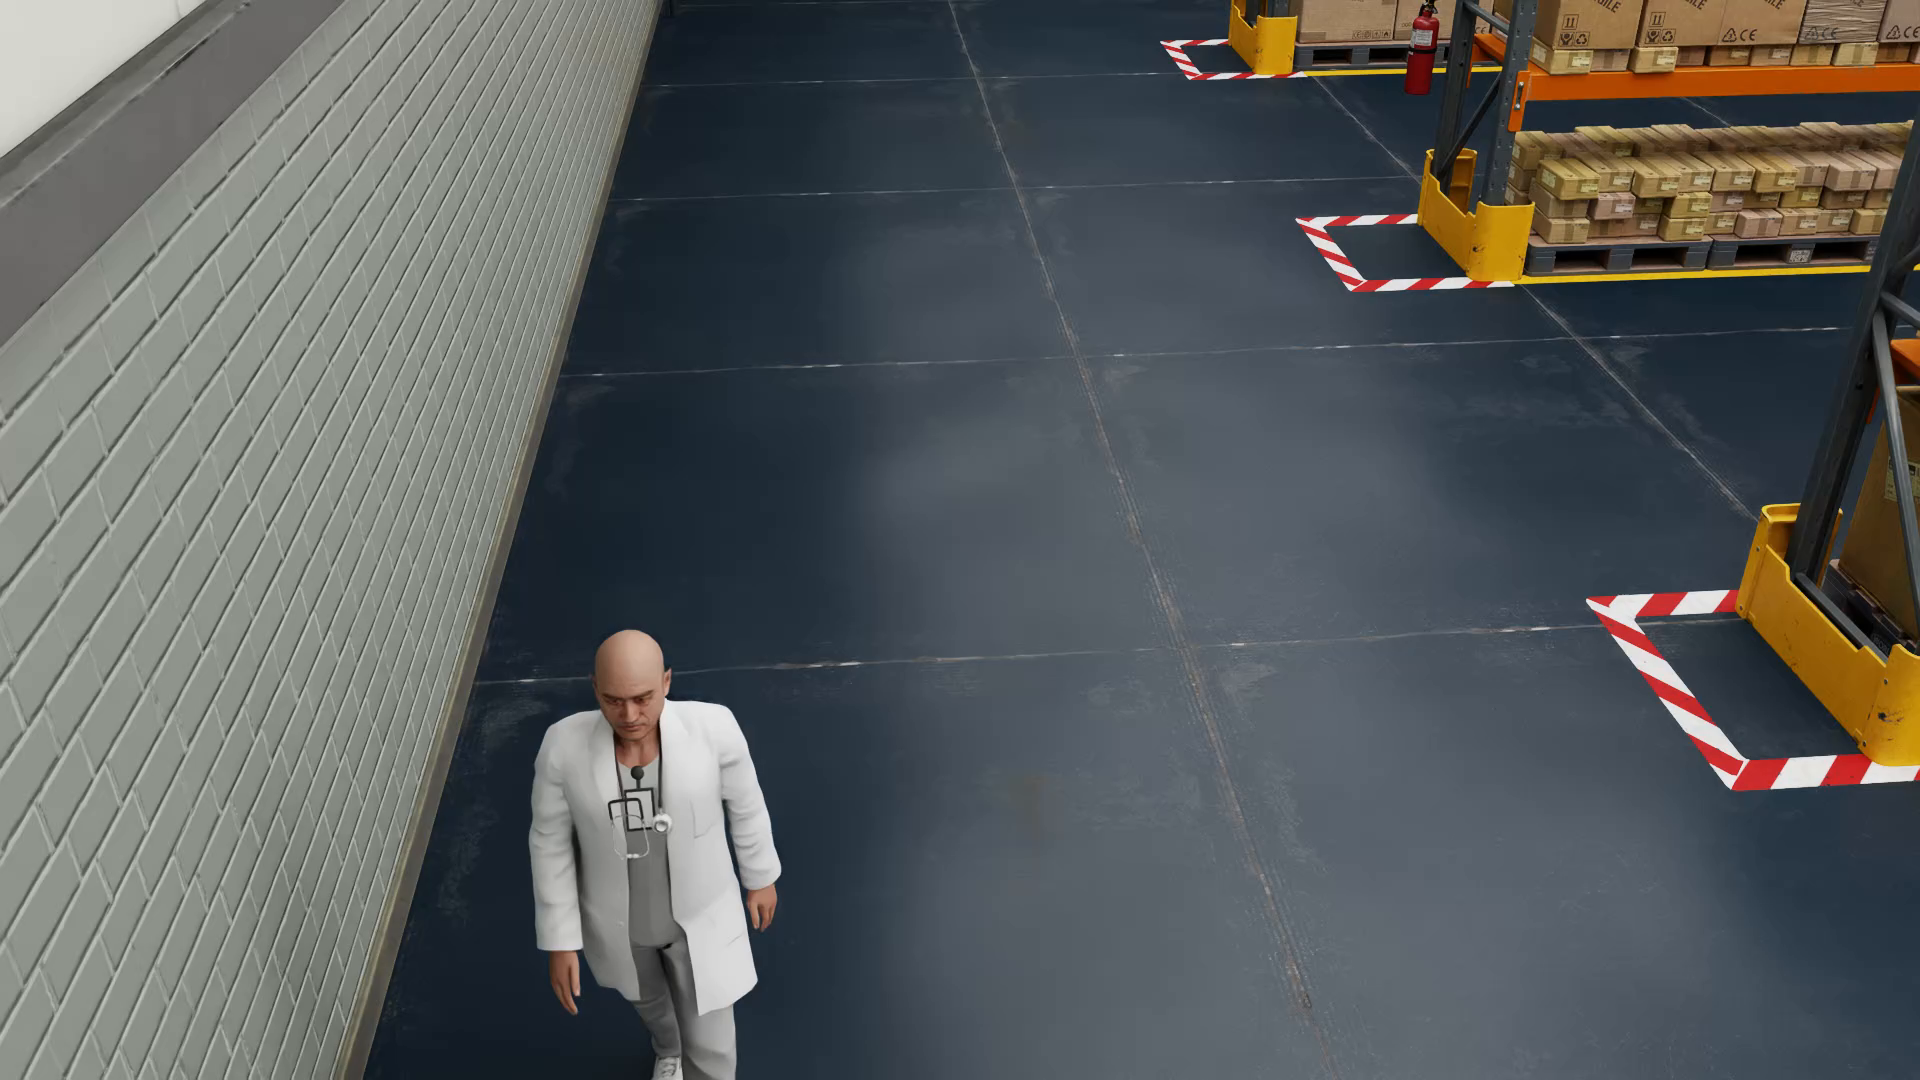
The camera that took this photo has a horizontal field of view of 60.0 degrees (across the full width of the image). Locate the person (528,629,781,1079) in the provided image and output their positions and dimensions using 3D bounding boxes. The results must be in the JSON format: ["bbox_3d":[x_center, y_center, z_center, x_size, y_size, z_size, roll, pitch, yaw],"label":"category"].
[{"bbox_3d":[-0.794,1.031,4.432,0.631,1.807,0.877,-2,31,-3],"label":"person"}]
